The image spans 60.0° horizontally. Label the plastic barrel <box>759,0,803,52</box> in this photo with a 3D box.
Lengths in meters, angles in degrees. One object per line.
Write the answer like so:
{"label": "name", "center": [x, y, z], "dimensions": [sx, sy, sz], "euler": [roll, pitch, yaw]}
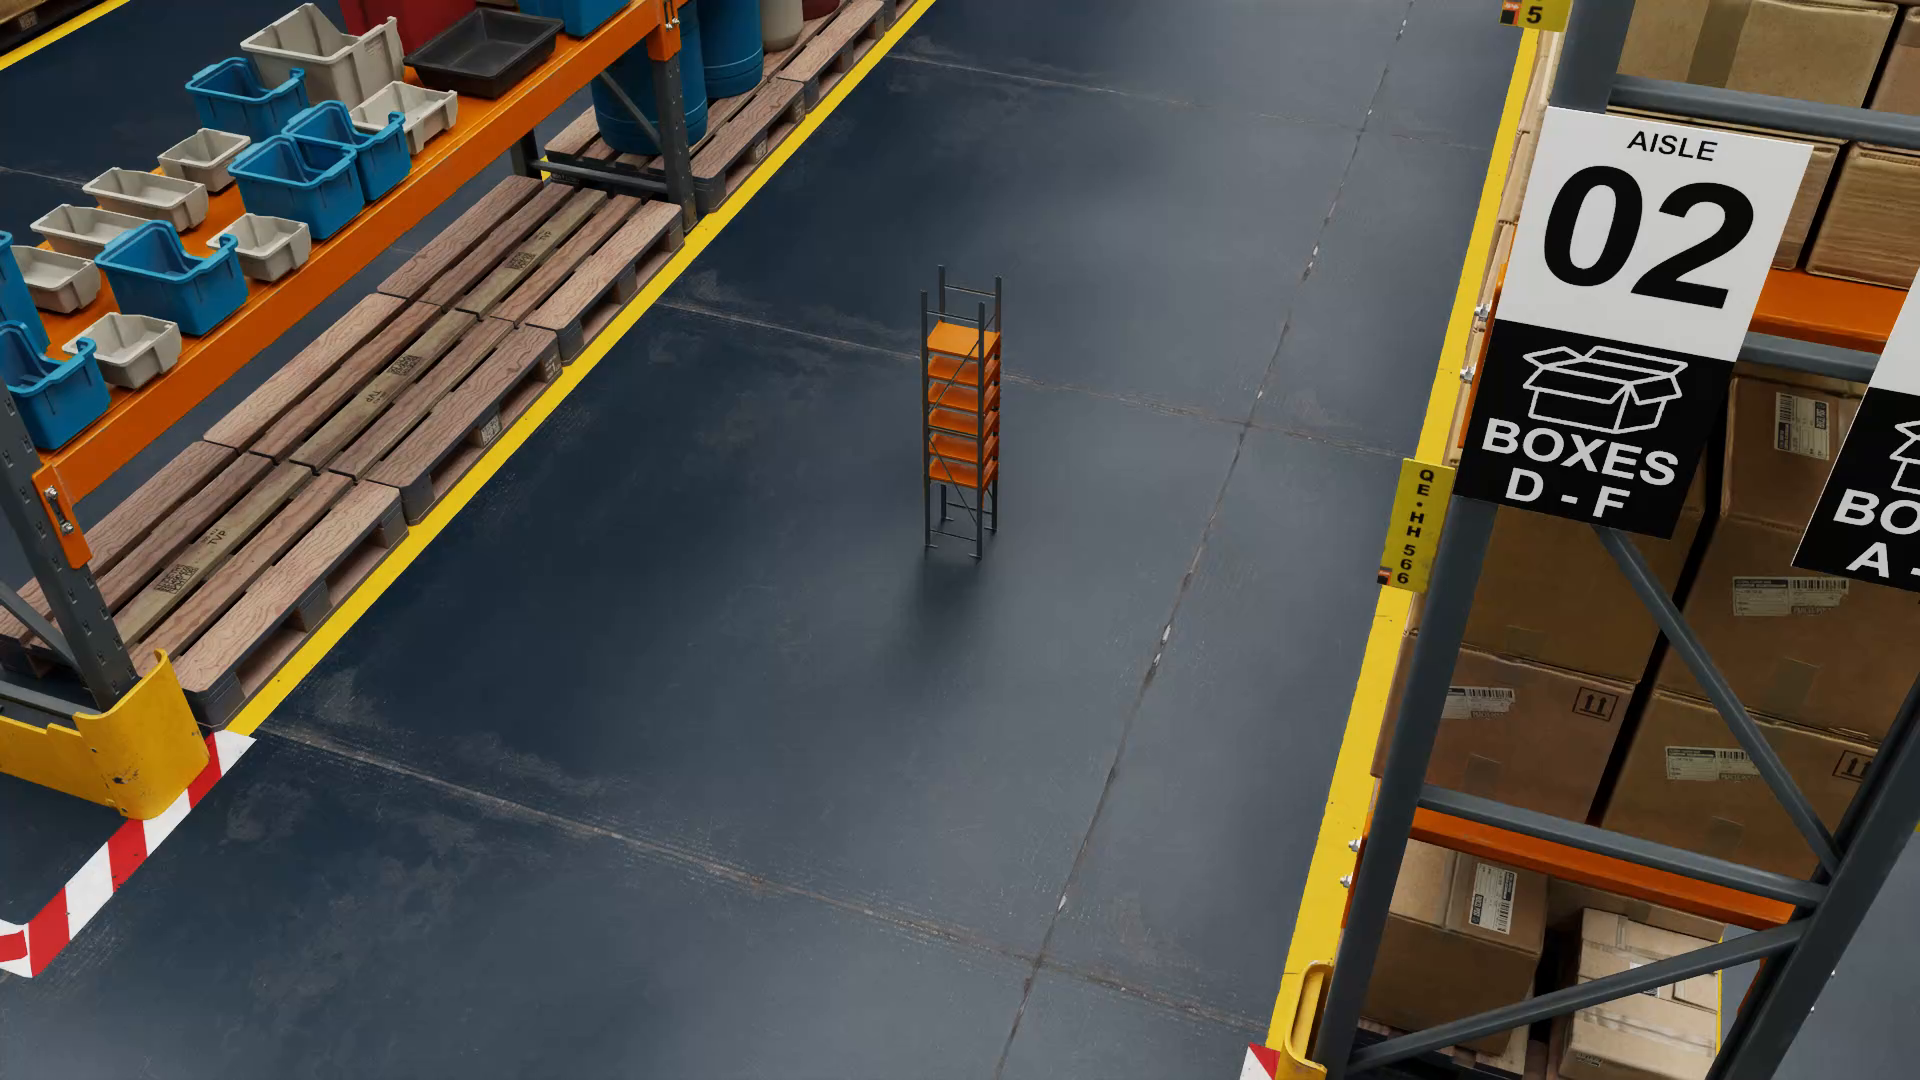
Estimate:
{"label": "plastic barrel", "center": [-1.138, -3.167, 9.744], "dimensions": [0.421, 0.512, 0.421], "euler": [0, 40, 0]}

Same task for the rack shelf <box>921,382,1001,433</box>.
{"label": "rack shelf", "center": [0.005, -0.523, 6.322], "dimensions": [0.258, 0.103, 0.180], "euler": [13, 42, 15]}

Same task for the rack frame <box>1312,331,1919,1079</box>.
{"label": "rack frame", "center": [1.426, 0.672, 3.651], "dimensions": [1.000, 3.000, 0.127], "euler": [13, 42, 15]}

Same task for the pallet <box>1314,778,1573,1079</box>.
{"label": "pallet", "center": [1.724, 1.200, 5.181], "dimensions": [1.003, 0.211, 1.213], "euler": [13, 42, 15]}

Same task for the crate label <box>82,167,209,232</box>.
{"label": "crate label", "center": [-2.934, -1.239, 6.048], "dimensions": [0.396, 0.136, 0.243], "euler": [13, 42, 15]}

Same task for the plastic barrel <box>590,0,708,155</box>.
{"label": "plastic barrel", "center": [-1.657, -2.559, 8.731], "dimensions": [0.600, 0.901, 0.708], "euler": [13, 42, 15]}

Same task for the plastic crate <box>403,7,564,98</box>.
{"label": "plastic crate", "center": [-1.990, -2.045, 7.002], "dimensions": [0.437, 0.125, 0.590], "euler": [13, 42, 15]}

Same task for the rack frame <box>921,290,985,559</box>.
{"label": "rack frame", "center": [-0.026, -0.409, 6.306], "dimensions": [0.240, 1.200, 0.006], "euler": [13, 42, 15]}

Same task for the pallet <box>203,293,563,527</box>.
{"label": "pallet", "center": [-2.490, -0.605, 7.296], "dimensions": [1.003, 0.211, 1.213], "euler": [13, 42, 15]}

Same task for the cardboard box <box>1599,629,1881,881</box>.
{"label": "cardboard box", "center": [1.826, 0.422, 3.867], "dimensions": [0.500, 0.500, 0.500], "euler": [14, 42, 16]}

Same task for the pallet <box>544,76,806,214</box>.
{"label": "pallet", "center": [-1.556, -2.270, 9.248], "dimensions": [1.003, 0.211, 1.213], "euler": [13, 42, 15]}

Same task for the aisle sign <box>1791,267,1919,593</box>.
{"label": "aisle sign", "center": [1.679, -0.210, 2.682], "dimensions": [0.394, 0.787, 0.004], "euler": [13, 42, 15]}

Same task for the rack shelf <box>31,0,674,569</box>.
{"label": "rack shelf", "center": [-2.543, -1.376, 6.606], "dimensions": [1.077, 0.370, 4.000], "euler": [13, 42, 15]}

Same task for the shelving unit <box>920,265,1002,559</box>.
{"label": "shelving unit", "center": [0.005, -0.465, 6.371], "dimensions": [0.258, 1.200, 0.189], "euler": [13, 42, 15]}

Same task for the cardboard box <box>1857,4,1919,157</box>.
{"label": "cardboard box", "center": [1.846, -0.858, 2.864], "dimensions": [0.500, 0.250, 0.500], "euler": [13, 42, 15]}

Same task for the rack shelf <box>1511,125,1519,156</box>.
{"label": "rack shelf", "center": [3.478, -2.714, 8.174], "dimensions": [1.077, 0.370, 4.000], "euler": [13, 42, 15]}

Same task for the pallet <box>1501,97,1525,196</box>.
{"label": "pallet", "center": [3.452, -1.958, 8.882], "dimensions": [1.003, 0.211, 1.213], "euler": [13, 42, 15]}

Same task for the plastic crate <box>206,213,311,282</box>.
{"label": "plastic crate", "center": [-2.414, -1.021, 5.792], "dimensions": [0.250, 0.136, 0.298], "euler": [13, 42, 15]}

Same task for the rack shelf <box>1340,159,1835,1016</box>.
{"label": "rack shelf", "center": [2.110, -0.274, 5.314], "dimensions": [1.077, 0.370, 4.000], "euler": [13, 42, 15]}

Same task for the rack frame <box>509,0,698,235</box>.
{"label": "rack frame", "center": [-1.860, -2.869, 7.802], "dimensions": [1.000, 3.000, 0.127], "euler": [13, 42, 15]}

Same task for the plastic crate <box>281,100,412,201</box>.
{"label": "plastic crate", "center": [-2.281, -1.452, 6.224], "dimensions": [0.416, 0.233, 0.300], "euler": [13, 42, 15]}

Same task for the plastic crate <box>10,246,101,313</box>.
{"label": "plastic crate", "center": [-3.119, -0.890, 5.639], "dimensions": [0.396, 0.136, 0.243], "euler": [13, 42, 15]}

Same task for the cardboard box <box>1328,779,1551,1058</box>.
{"label": "cardboard box", "center": [1.381, 1.069, 4.773], "dimensions": [0.500, 0.500, 0.500], "euler": [13, 42, 15]}

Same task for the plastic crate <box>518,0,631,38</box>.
{"label": "plastic crate", "center": [-1.699, -2.526, 7.365], "dimensions": [0.392, 0.384, 0.575], "euler": [13, 42, 15]}

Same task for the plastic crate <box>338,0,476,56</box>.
{"label": "plastic crate", "center": [-2.401, -2.428, 7.189], "dimensions": [0.402, 0.464, 0.583], "euler": [13, 42, 15]}

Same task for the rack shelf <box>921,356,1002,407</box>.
{"label": "rack shelf", "center": [0.005, -0.614, 6.244], "dimensions": [0.258, 0.103, 0.180], "euler": [13, 42, 15]}

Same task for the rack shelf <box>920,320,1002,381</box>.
{"label": "rack shelf", "center": [0.005, -0.705, 6.166], "dimensions": [0.258, 0.103, 0.180], "euler": [13, 42, 15]}

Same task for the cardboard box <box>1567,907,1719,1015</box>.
{"label": "cardboard box", "center": [1.978, 1.251, 4.817], "dimensions": [0.380, 0.166, 0.250], "euler": [13, 42, 15]}

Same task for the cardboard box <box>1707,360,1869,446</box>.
{"label": "cardboard box", "center": [1.997, -0.279, 3.919], "dimensions": [0.500, 0.500, 0.500], "euler": [14, 42, 16]}

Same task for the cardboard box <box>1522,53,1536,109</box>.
{"label": "cardboard box", "center": [3.214, -2.265, 8.680], "dimensions": [0.500, 0.500, 0.500], "euler": [12, 42, 14]}

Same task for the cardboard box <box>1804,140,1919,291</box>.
{"label": "cardboard box", "center": [1.841, -0.669, 3.027], "dimensions": [0.500, 0.250, 0.500], "euler": [13, 42, 15]}

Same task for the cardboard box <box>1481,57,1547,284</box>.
{"label": "cardboard box", "center": [1.840, -1.018, 4.784], "dimensions": [0.500, 0.500, 0.500], "euler": [15, 43, 16]}

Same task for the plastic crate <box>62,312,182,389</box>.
{"label": "plastic crate", "center": [-2.646, -0.607, 5.307], "dimensions": [0.250, 0.136, 0.298], "euler": [13, 42, 15]}

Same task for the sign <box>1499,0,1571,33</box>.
{"label": "sign", "center": [0.911, -0.941, 2.549], "dimensions": [0.100, 0.325, 0.005], "euler": [13, 42, 15]}

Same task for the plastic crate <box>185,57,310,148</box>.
{"label": "plastic crate", "center": [-2.766, -1.698, 6.512], "dimensions": [0.416, 0.233, 0.300], "euler": [13, 42, 15]}

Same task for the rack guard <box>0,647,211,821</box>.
{"label": "rack guard", "center": [-3.223, 0.539, 5.733], "dimensions": [1.175, 0.500, 0.348], "euler": [13, 42, 15]}

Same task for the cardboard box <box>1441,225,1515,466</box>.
{"label": "cardboard box", "center": [1.492, -0.387, 4.045], "dimensions": [0.500, 0.500, 0.500], "euler": [14, 43, 16]}

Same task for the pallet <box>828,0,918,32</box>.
{"label": "pallet", "center": [-0.722, -3.758, 10.992], "dimensions": [1.003, 0.211, 1.213], "euler": [13, 42, 15]}

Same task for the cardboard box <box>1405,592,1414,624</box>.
{"label": "cardboard box", "center": [1.498, -0.017, 4.382], "dimensions": [0.500, 0.500, 0.500], "euler": [14, 42, 15]}
